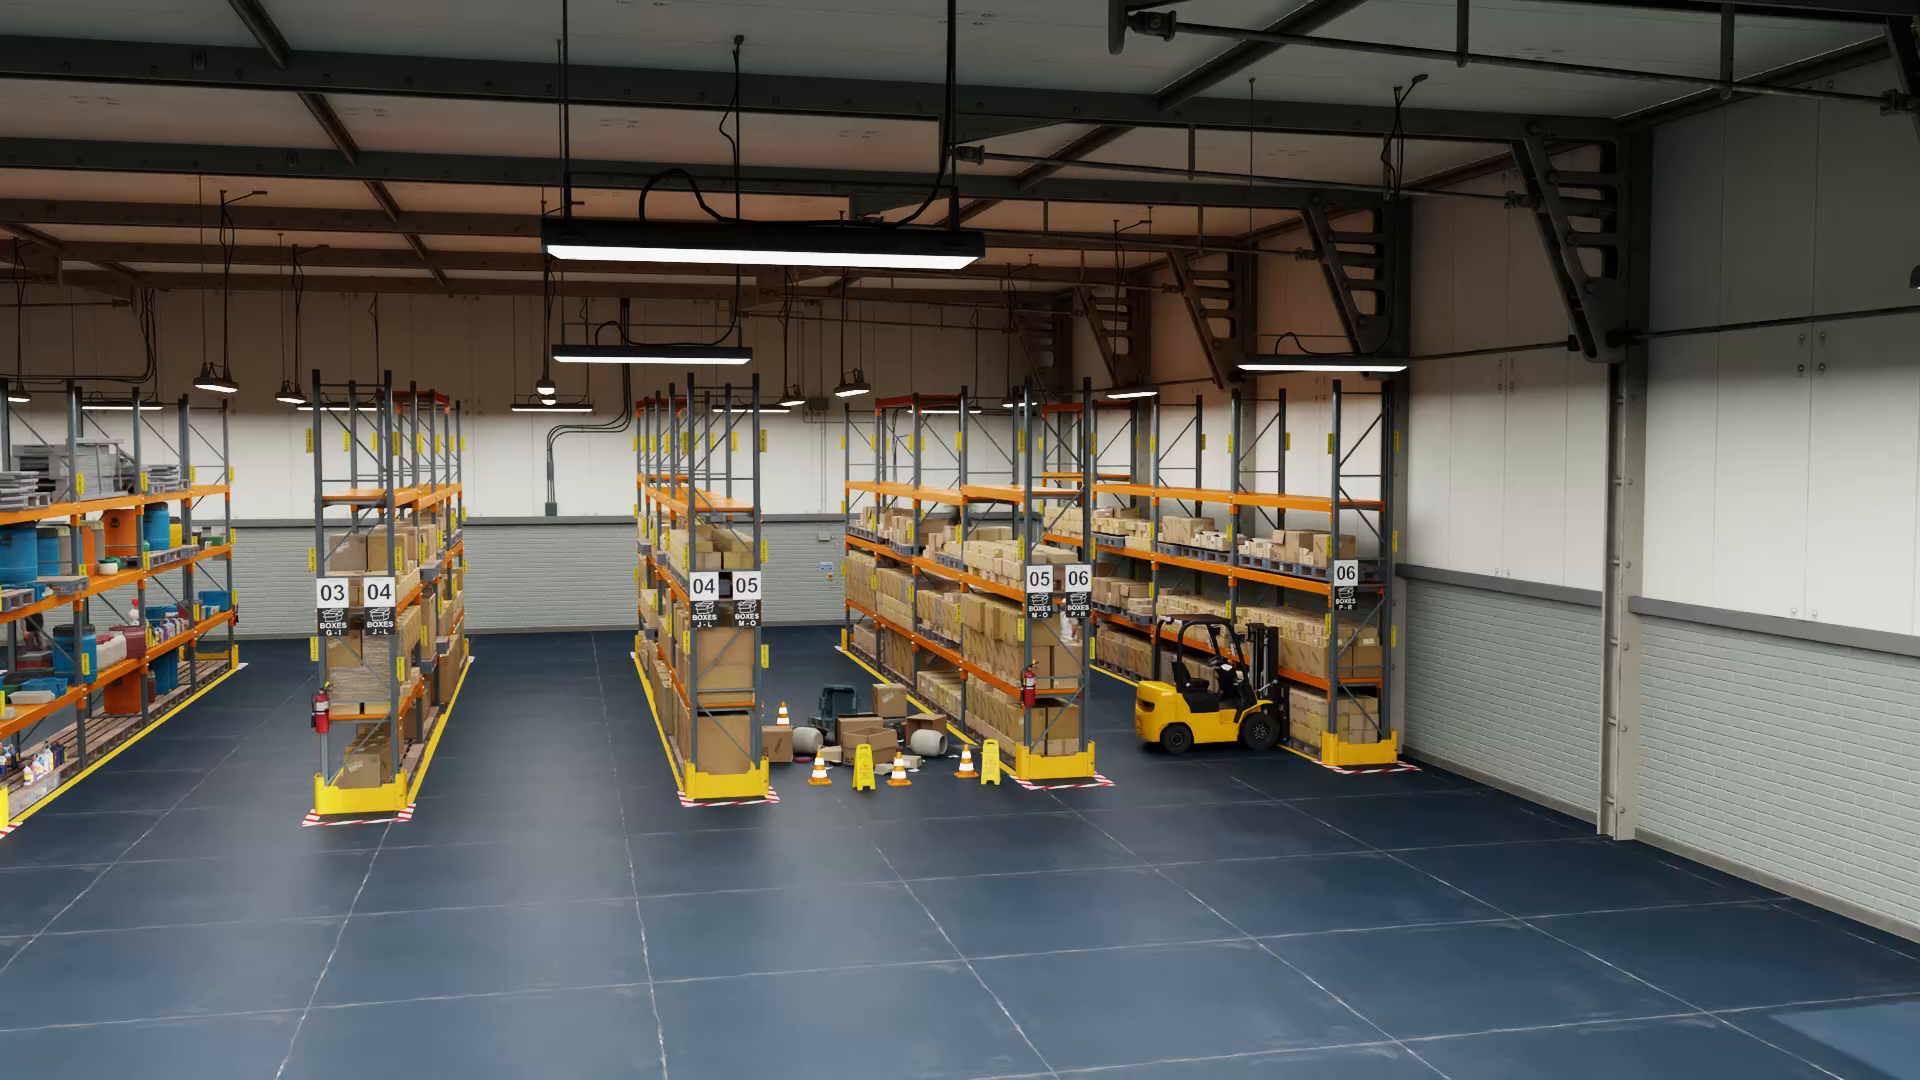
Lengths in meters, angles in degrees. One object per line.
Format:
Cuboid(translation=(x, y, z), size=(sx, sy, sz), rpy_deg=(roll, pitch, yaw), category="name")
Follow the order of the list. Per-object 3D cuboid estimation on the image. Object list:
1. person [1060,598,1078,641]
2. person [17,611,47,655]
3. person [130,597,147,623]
Cuboid(translation=(2.248, 2.093, 34.787), size=(0.383, 1.782, 0.601), rpy_deg=(-1, 3, -19), category="person")
Cuboid(translation=(-20.607, 2.021, 36.894), size=(0.763, 1.700, 0.568), rpy_deg=(1, 4, 22), category="person")
Cuboid(translation=(-17.156, 2.089, 34.786), size=(0.395, 1.791, 0.609), rpy_deg=(-1, 4, -24), category="person")
